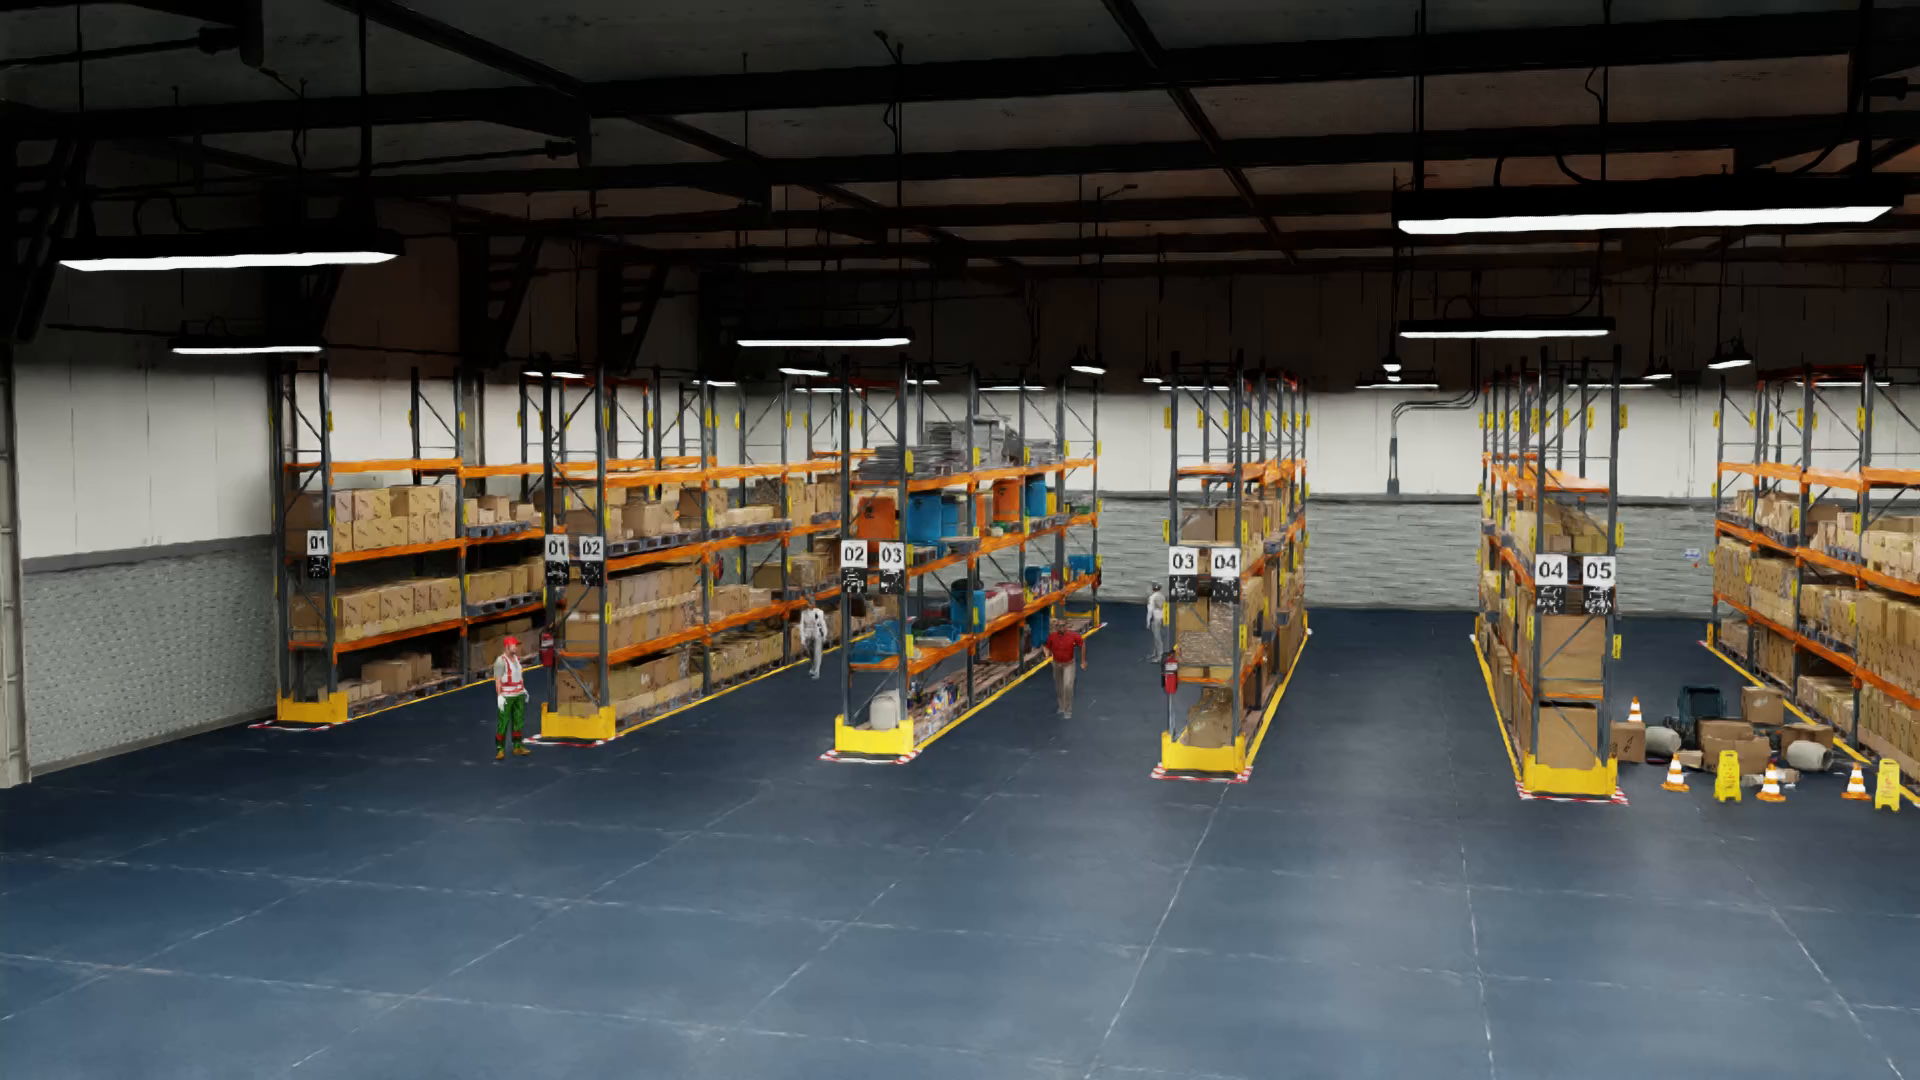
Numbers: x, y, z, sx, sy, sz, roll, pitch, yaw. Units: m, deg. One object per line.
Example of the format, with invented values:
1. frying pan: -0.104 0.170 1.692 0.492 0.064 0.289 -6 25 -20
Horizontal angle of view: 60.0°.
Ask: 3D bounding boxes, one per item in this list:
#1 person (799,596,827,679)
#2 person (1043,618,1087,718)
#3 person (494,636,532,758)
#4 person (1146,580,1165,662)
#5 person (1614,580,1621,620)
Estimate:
1. person: -2.862 1.859 32.298 0.511 1.598 1.057 0 4 6
2. person: 1.762 2.144 28.262 0.686 1.663 0.867 2 4 20
3. person: -6.659 2.315 24.721 0.401 1.787 0.633 2 5 28
4. person: 4.066 1.673 34.538 0.550 1.663 0.585 3 5 38
5. person: 16.199 1.136 41.592 0.700 1.769 0.555 -1 4 -13
